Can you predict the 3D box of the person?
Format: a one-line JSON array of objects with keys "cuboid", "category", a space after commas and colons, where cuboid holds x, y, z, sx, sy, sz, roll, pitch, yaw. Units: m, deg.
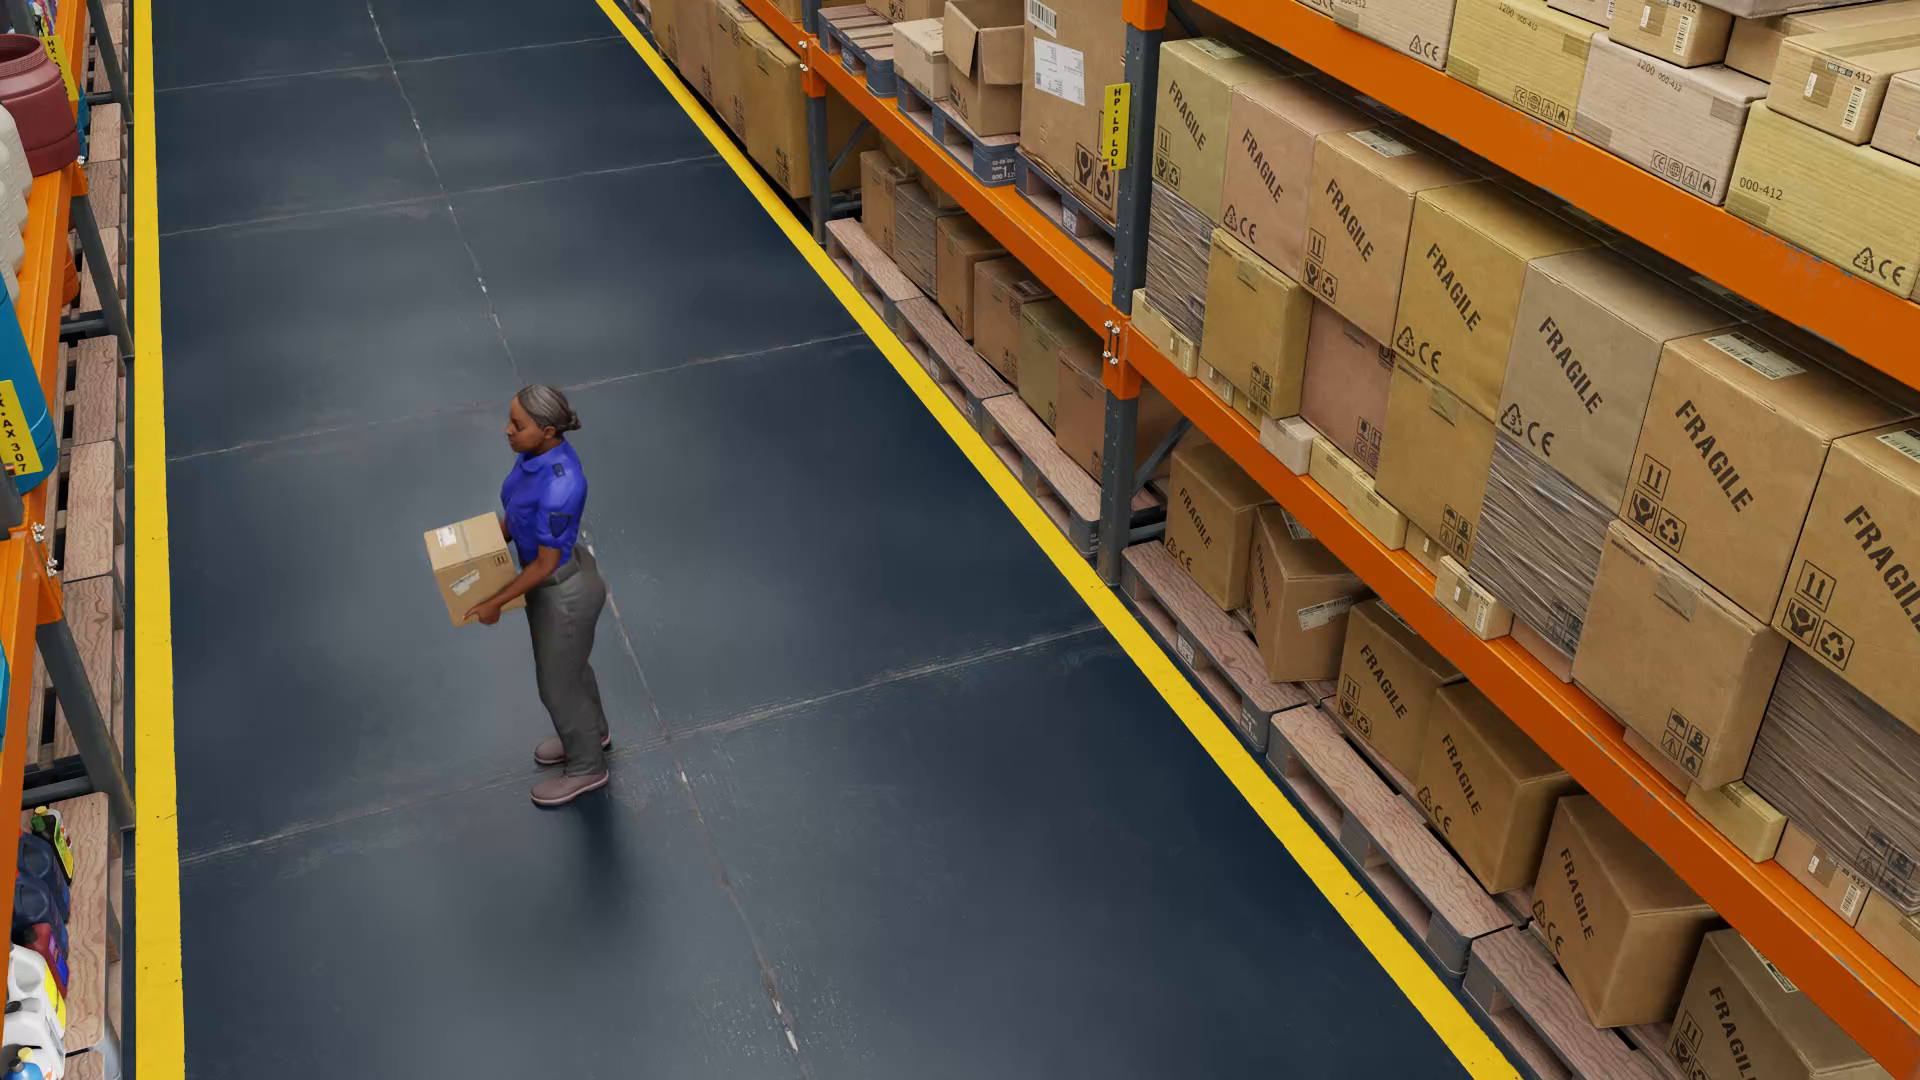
[{"cuboid": [-1.503, 0.202, 5.851, 0.505, 1.655, 0.448, -13, 36, -18], "category": "person"}]
